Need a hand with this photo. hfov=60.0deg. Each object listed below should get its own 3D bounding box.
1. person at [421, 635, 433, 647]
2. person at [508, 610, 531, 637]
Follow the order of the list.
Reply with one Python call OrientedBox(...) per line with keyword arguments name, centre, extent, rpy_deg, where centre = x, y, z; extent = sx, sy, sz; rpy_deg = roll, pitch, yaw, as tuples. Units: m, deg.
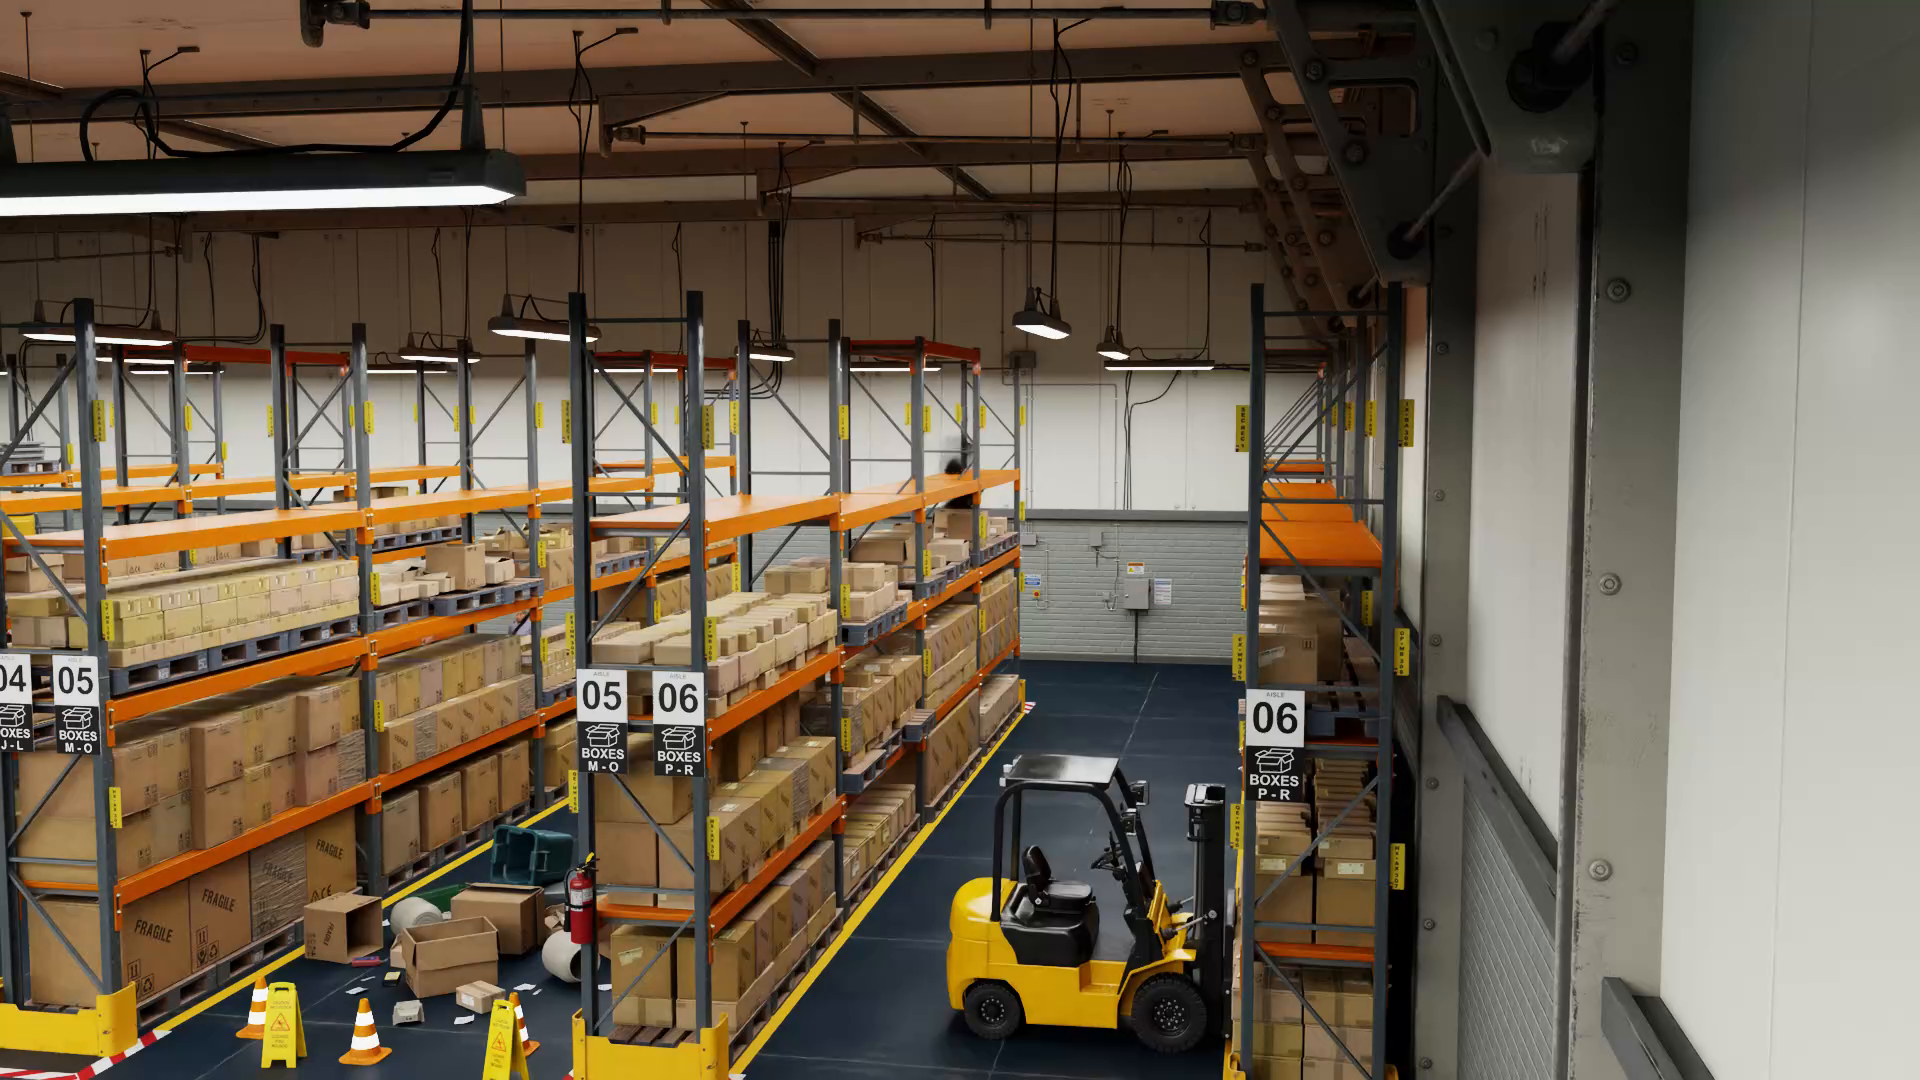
OrientedBox(name="person", centre=(-8.178, 2.253, 25.525), extent=(0.666, 1.697, 0.930), rpy_deg=(0, 5, 5))
OrientedBox(name="person", centre=(-7.655, 2.006, 29.264), extent=(0.634, 1.648, 0.834), rpy_deg=(1, 5, 9))
